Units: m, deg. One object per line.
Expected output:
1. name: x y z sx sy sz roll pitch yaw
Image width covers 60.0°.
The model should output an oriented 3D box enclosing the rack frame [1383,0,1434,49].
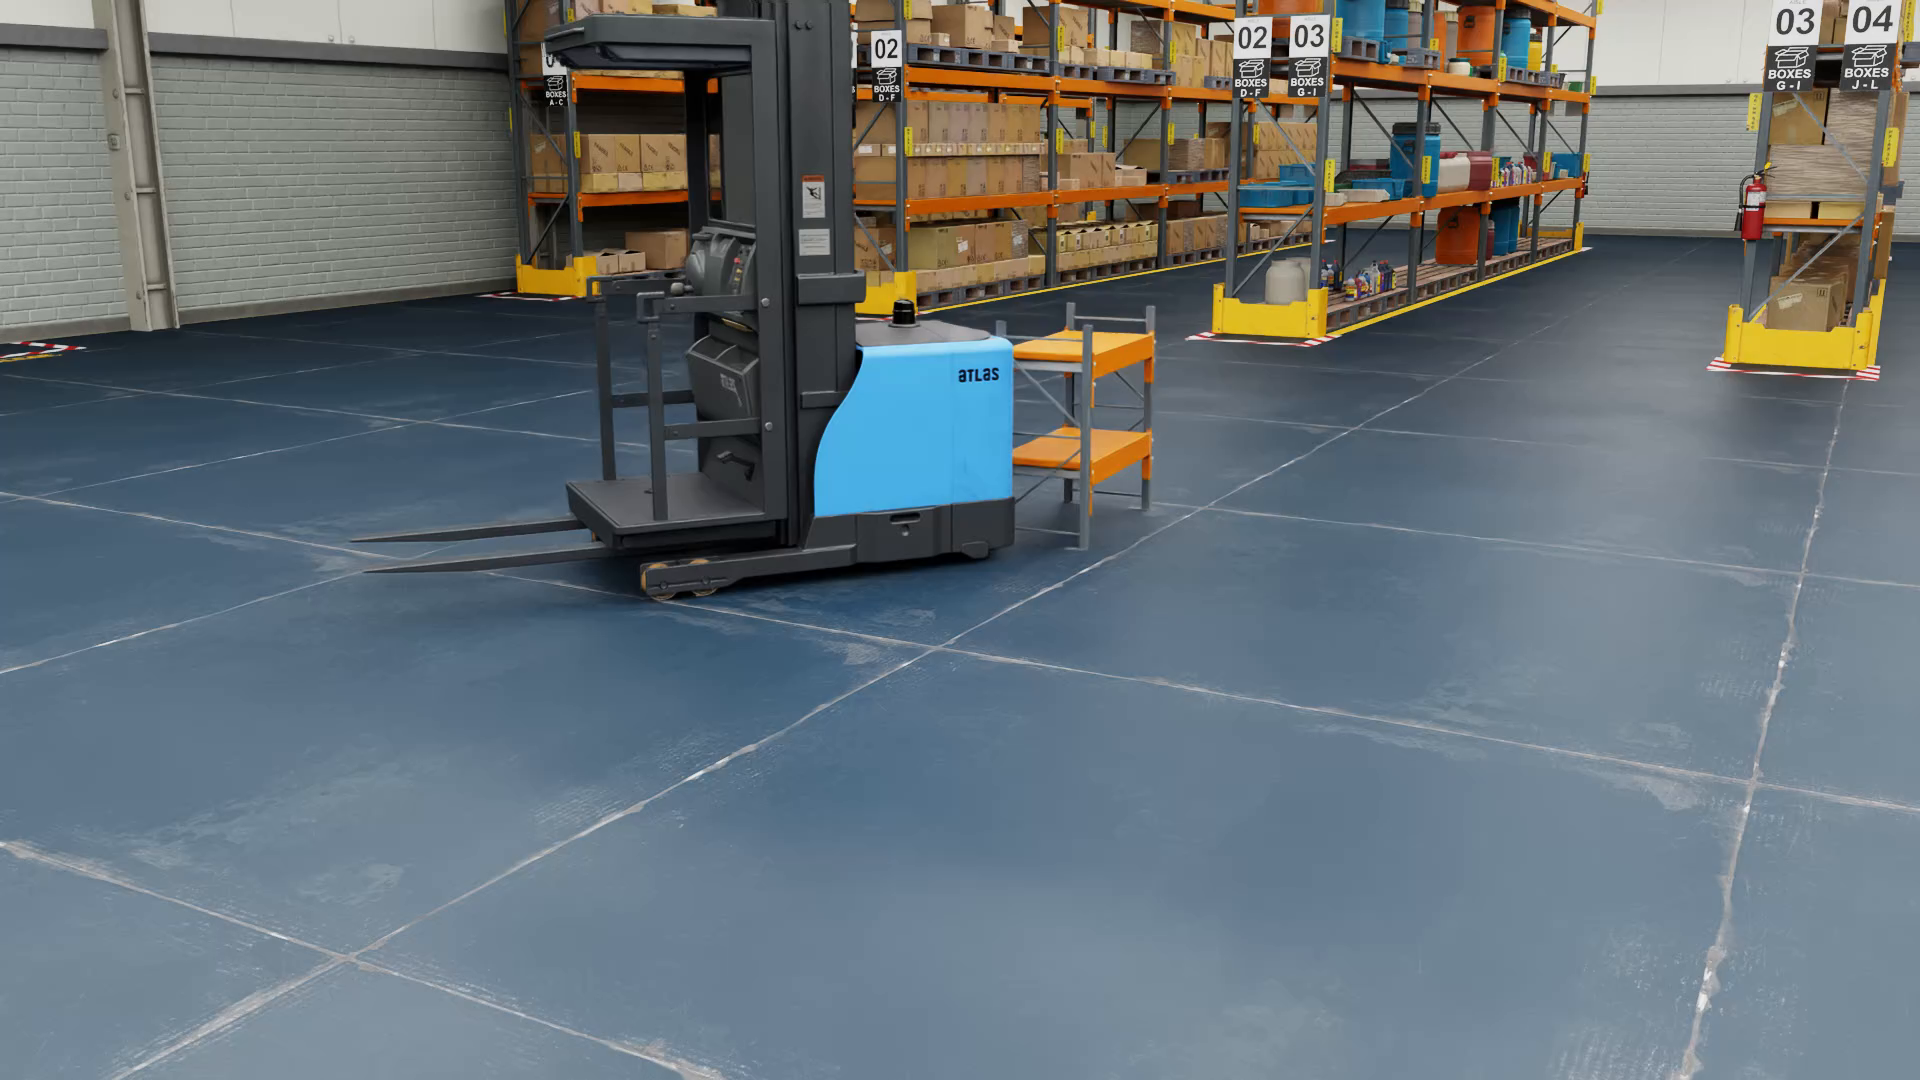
1. rack frame: 5.195 -7.352 19.830 1.000 3.000 0.127 7 15 28

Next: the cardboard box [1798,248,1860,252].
1. cardboard box: 10.364 -3.208 19.833 0.700 0.500 0.500 6 15 23

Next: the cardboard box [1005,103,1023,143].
1. cardboard box: 0.409 -5.482 21.889 0.700 0.500 0.500 7 15 28

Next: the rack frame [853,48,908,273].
1. rack frame: -1.073 -4.177 19.460 1.000 3.000 0.127 7 15 28

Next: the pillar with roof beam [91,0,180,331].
1. pillar with roof beam: -4.962 -6.177 14.955 9.100 9.000 0.400 7 15 28

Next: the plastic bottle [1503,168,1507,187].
1. plastic bottle: 8.220 -5.484 25.129 0.061 0.283 0.133 7 15 28

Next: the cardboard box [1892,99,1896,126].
1. cardboard box: 9.314 -4.328 17.103 0.500 0.500 0.500 7 15 28

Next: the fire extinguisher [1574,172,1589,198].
1. fire extinguisher: 11.467 -6.658 30.713 0.296 0.674 0.183 7 15 28

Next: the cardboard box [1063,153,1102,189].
1. cardboard box: 1.743 -5.413 24.373 0.500 0.500 0.500 7 15 28

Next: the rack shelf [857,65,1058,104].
1. rack shelf: -0.106 -5.696 20.895 1.077 0.370 4.000 7 15 28

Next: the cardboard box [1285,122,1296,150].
1. cardboard box: 5.949 -7.556 31.129 0.500 0.500 0.500 8 16 30

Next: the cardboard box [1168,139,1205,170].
1. cardboard box: 3.610 -6.379 27.485 0.700 0.500 0.500 11 17 38

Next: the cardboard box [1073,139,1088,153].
1. cardboard box: 2.086 -8.060 34.927 0.980 0.700 0.700 8 16 31

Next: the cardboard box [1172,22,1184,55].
1. cardboard box: 3.258 -8.005 26.590 0.500 0.500 0.500 7 15 28

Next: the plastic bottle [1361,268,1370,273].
1. plastic bottle: 4.902 -3.133 20.002 0.152 0.276 0.135 7 15 28

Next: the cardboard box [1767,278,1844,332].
1. cardboard box: 7.914 -2.169 15.569 0.500 0.500 0.500 11 17 38

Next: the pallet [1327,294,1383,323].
1. pallet: 4.245 -2.696 19.266 1.003 0.211 1.213 7 15 28

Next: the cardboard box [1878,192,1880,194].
1. cardboard box: 9.685 -3.675 17.914 0.380 0.149 0.250 7 15 28

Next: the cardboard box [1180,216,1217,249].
1. cardboard box: 4.008 -5.196 28.082 0.500 0.500 0.500 7 15 26

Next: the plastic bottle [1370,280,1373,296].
1. plastic bottle: 4.772 -2.959 19.438 0.097 0.201 0.097 0 14 0

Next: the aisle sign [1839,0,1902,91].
1. aisle sign: 7.830 -4.271 14.303 0.394 0.787 0.004 7 15 28

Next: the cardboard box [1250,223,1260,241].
1. cardboard box: 5.121 -5.608 30.191 0.500 0.311 0.500 7 15 28

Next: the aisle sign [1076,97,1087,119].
1. aisle sign: 2.621 -9.265 35.017 0.394 0.787 0.004 7 15 28

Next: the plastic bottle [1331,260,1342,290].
1. plastic bottle: 4.568 -3.227 20.232 0.144 0.351 0.185 7 15 28

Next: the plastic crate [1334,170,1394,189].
1. plastic crate: 4.831 -4.313 20.155 0.767 0.338 0.504 7 15 28

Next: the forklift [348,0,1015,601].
1. forklift: -1.291 -1.294 7.649 3.031 2.935 1.130 -6 15 -24

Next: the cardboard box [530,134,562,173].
1. cardboard box: -5.369 -5.160 22.213 0.500 0.500 0.500 7 15 27

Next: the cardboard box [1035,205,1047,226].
1. cardboard box: 1.337 -6.538 33.691 0.700 0.500 0.500 8 16 29

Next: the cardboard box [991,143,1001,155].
1. cardboard box: 0.302 -5.021 21.365 0.380 0.149 0.250 8 16 30

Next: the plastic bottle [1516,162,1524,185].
1. plastic bottle: 8.815 -5.790 26.254 0.144 0.351 0.185 7 15 28

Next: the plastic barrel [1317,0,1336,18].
1. plastic barrel: 3.702 -5.617 17.736 0.600 0.588 0.600 0 14 0

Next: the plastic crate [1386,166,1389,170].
1. plastic crate: 5.456 -4.690 21.620 0.392 0.384 0.575 7 15 28

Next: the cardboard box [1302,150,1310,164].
1. cardboard box: 6.436 -7.279 32.112 0.500 0.500 0.500 8 15 29

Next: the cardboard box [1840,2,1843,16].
1. cardboard box: 8.157 -4.772 14.994 0.380 0.149 0.250 7 15 27

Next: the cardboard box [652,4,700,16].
1. cardboard box: -3.981 -7.205 23.232 0.500 0.500 0.500 7 15 26

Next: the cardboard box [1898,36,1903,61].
1. cardboard box: 9.539 -5.137 17.361 0.500 0.250 0.500 8 16 30

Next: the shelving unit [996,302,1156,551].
1. shelving unit: 0.616 -0.627 8.734 0.538 1.125 1.048 6 15 23

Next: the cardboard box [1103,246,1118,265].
1. cardboard box: 2.016 -4.236 24.673 0.500 0.250 0.500 8 16 29

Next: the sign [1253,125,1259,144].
1. sign: 5.216 -7.140 29.279 0.100 0.325 0.005 7 15 28

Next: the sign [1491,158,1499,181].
1. sign: 7.614 -5.275 23.666 0.100 0.325 0.005 7 15 28

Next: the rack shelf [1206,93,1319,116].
1. rack shelf: 5.695 -8.158 31.107 1.077 0.370 4.000 7 15 28

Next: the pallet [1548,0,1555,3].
1. pallet: 8.690 -8.534 25.989 1.003 0.211 1.213 7 15 28

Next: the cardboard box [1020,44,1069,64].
1. cardboard box: 1.167 -6.713 23.001 0.500 0.250 0.500 9 16 34

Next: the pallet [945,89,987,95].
1. pallet: -0.010 -8.371 30.865 0.805 0.209 1.217 7 15 26

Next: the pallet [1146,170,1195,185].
1. pallet: 3.061 -5.872 26.901 1.213 0.211 1.003 7 15 28

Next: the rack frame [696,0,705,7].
1. rack frame: -3.477 -8.475 24.486 1.000 3.000 0.127 7 15 28

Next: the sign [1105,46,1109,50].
1. sign: 2.321 -7.590 26.113 0.100 0.325 0.005 7 15 28

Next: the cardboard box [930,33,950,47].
1. cardboard box: -0.350 -6.007 19.991 0.380 0.149 0.250 7 15 28

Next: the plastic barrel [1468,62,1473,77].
1. plastic barrel: 7.054 -6.583 23.370 0.294 0.245 0.294 0 14 0

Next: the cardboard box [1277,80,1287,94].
1. cardboard box: 5.668 -8.301 30.484 0.500 0.250 0.500 7 15 28

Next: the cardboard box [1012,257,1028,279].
1. cardboard box: 0.578 -3.644 22.219 0.500 0.250 0.500 7 15 28

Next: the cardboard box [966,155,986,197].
1. cardboard box: -0.090 -4.638 21.159 0.700 0.500 0.500 8 16 30

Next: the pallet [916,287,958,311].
1. pallet: -0.740 -2.983 20.458 1.003 0.211 1.213 7 15 28

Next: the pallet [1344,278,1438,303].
1. pallet: 5.541 -3.246 21.547 1.003 0.211 1.213 7 15 28

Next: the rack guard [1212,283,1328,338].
1. rack guard: 3.257 -2.421 17.509 1.175 0.500 0.348 7 15 28

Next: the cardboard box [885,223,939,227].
1. cardboard box: -0.603 -3.760 21.100 0.500 0.500 0.500 7 15 28

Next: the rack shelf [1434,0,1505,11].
1. rack shelf: 6.162 -7.219 21.663 1.077 0.370 4.000 7 15 28

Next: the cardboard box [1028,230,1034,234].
1. cardboard box: 0.806 -4.254 23.551 0.500 0.311 0.500 7 15 28
